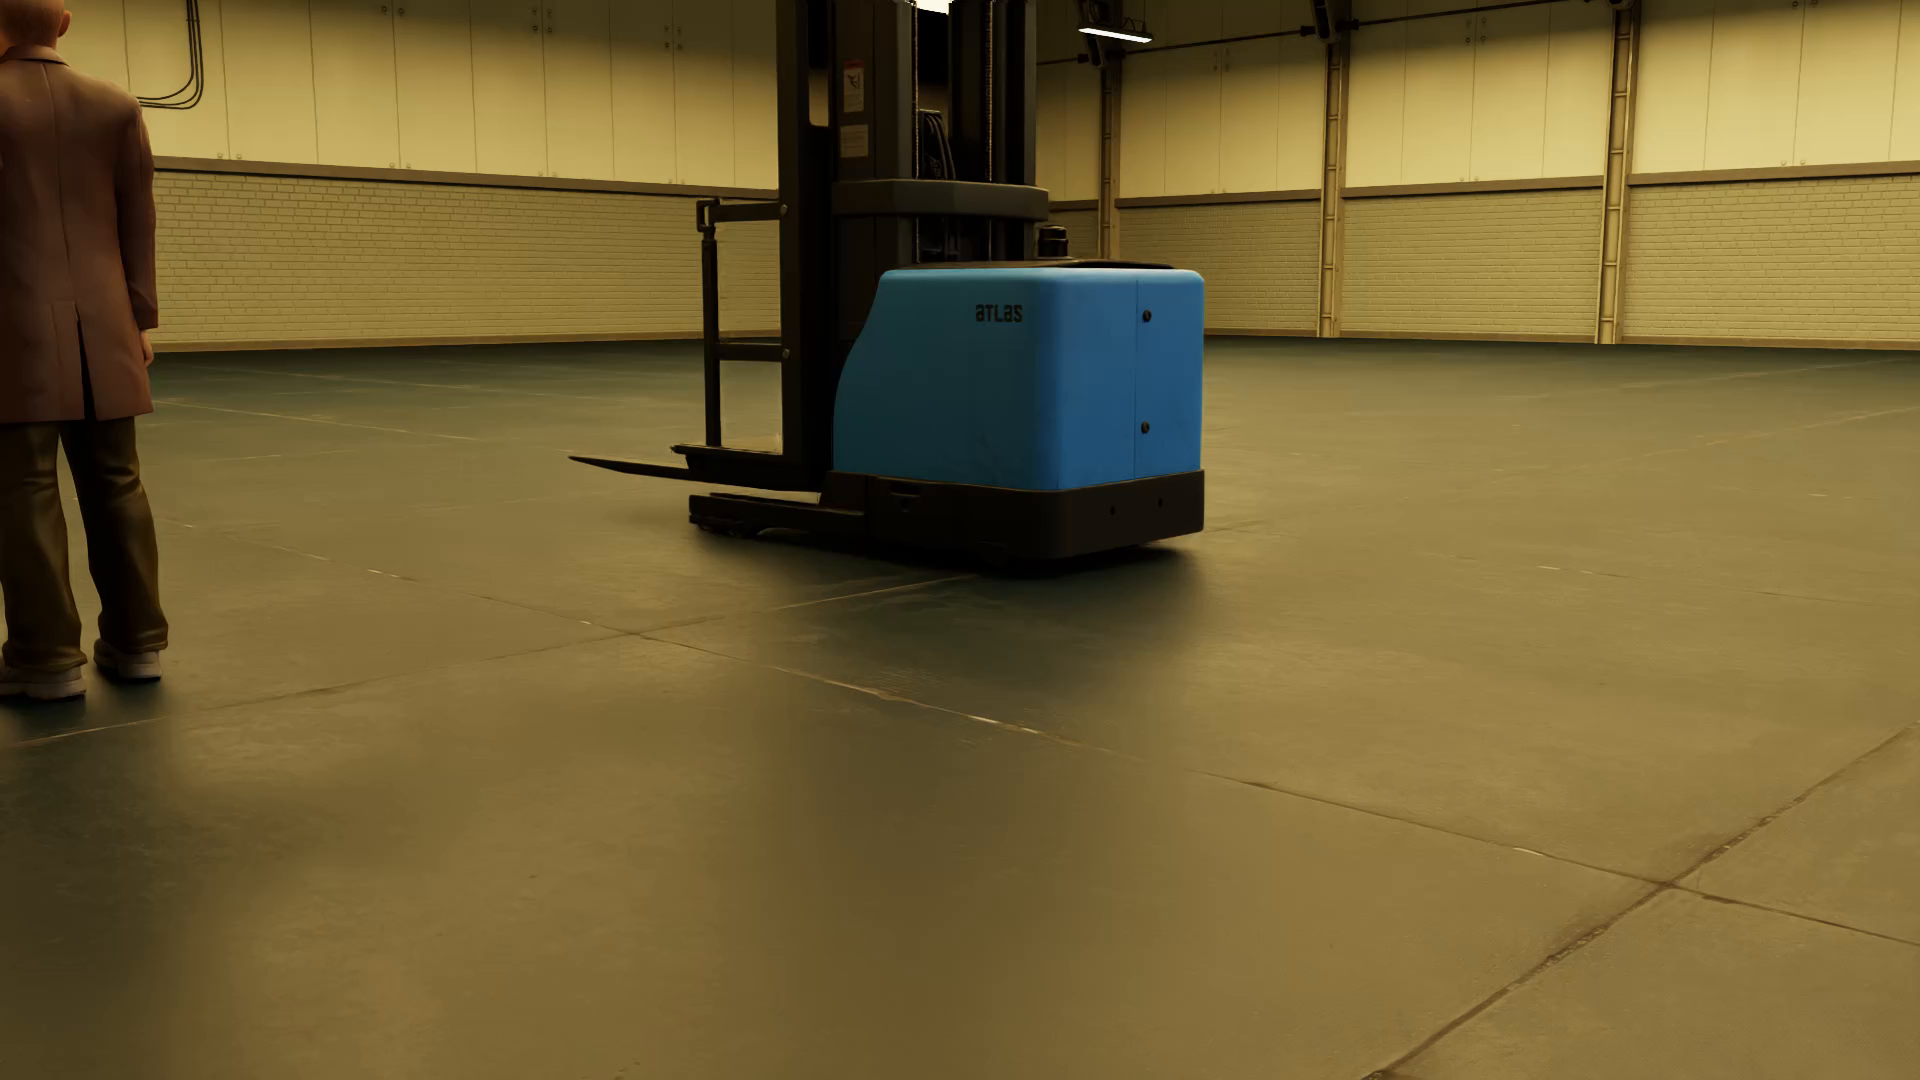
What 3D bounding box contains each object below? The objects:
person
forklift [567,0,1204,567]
[{"bbox_3d":[-2.289,-0.511,4.125,0.389,1.782,0.547,5,10,32],"label":"person"},{"bbox_3d":[-0.493,-1.510,6.902,3.031,2.935,1.130,7,11,41],"label":"forklift"}]
